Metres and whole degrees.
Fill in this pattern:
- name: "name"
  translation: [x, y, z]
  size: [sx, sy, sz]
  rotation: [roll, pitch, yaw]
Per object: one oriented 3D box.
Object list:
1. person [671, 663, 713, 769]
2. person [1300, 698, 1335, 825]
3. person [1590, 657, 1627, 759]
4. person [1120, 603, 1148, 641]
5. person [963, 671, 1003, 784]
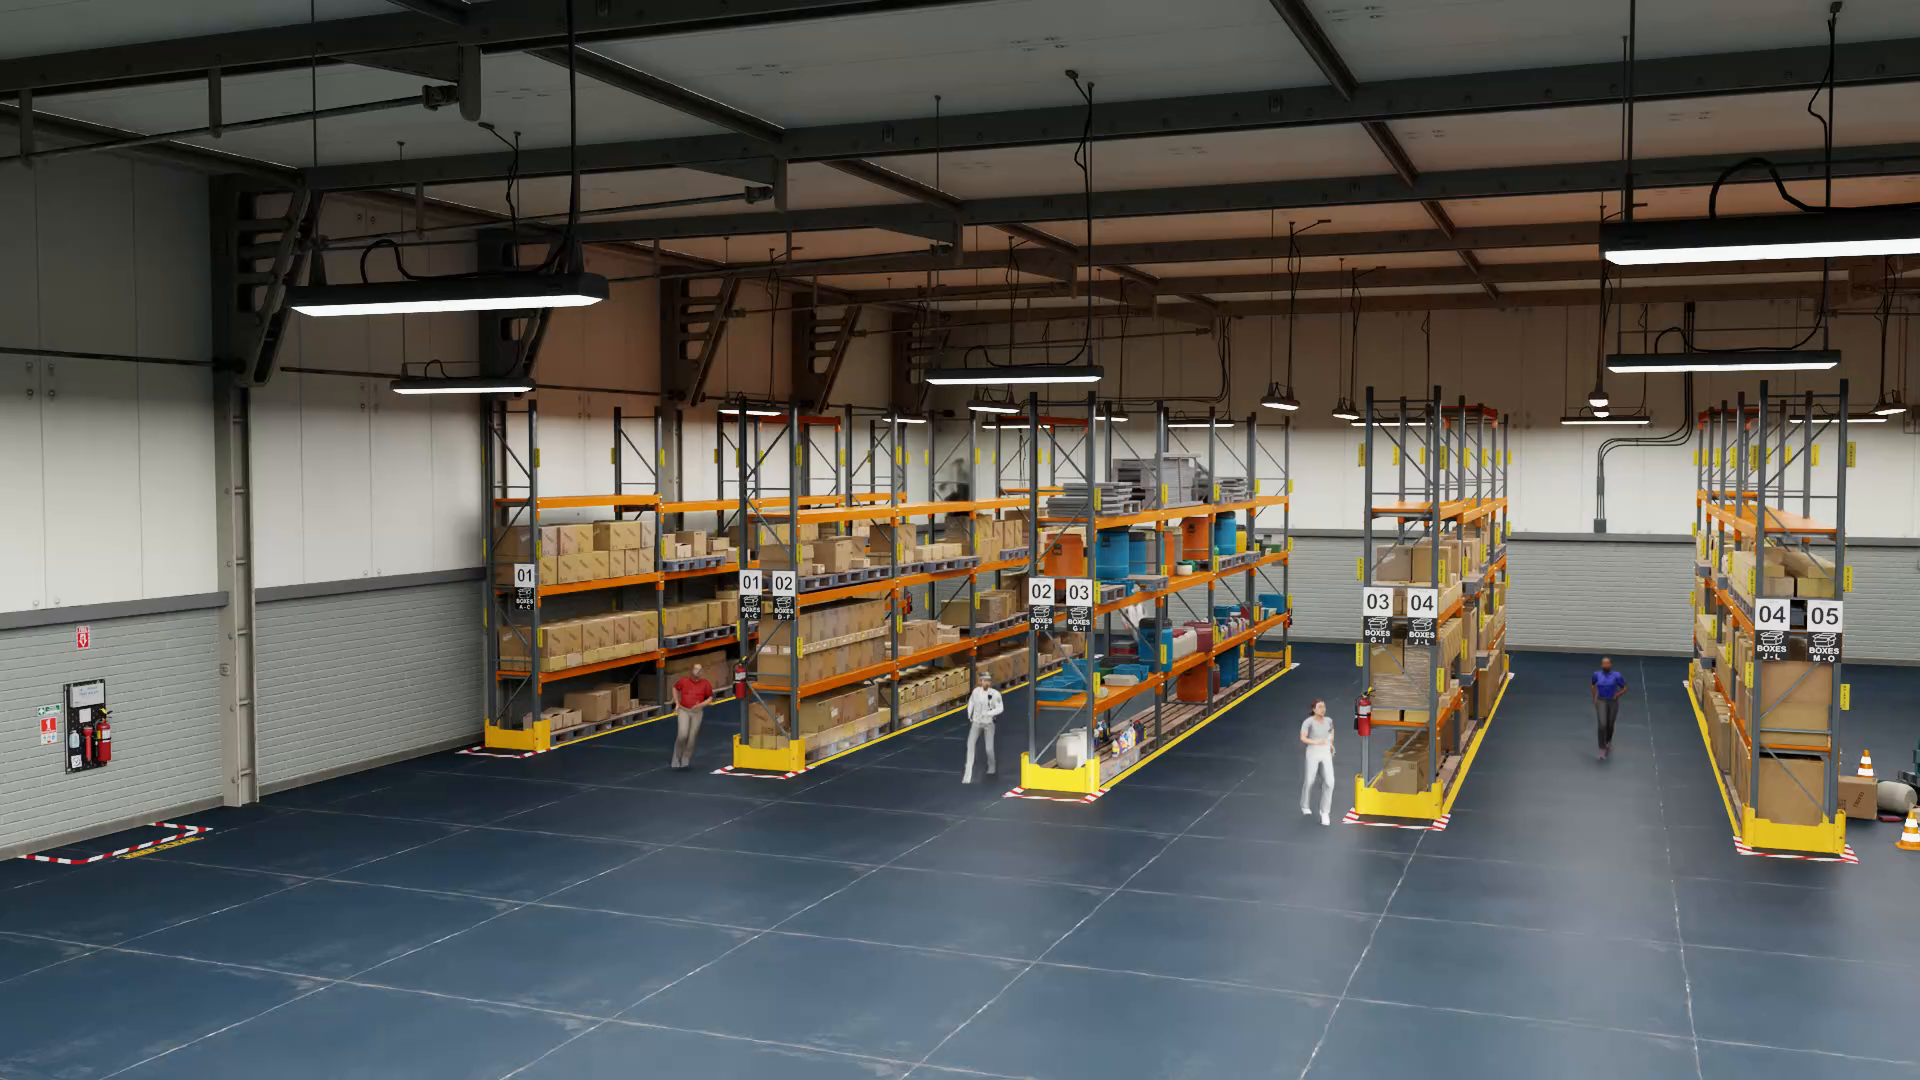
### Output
- name: "person"
  translation: [-4.330, 2.846, 26.853]
  size: [0.678, 1.716, 0.651]
  rotation: [-1, 3, -12]
- name: "person"
  translation: [4.942, 3.043, 22.931]
  size: [0.567, 1.696, 0.722]
  rotation: [0, 3, -8]
- name: "person"
  translation: [10.903, 2.797, 27.970]
  size: [0.575, 1.693, 0.812]
  rotation: [1, 3, 20]
- name: "person"
  translation: [4.340, 2.126, 41.031]
  size: [0.711, 1.713, 0.568]
  rotation: [-1, 3, -11]
- name: "person"
  translation: [0.381, 2.890, 25.877]
  size: [0.614, 1.718, 0.847]
  rotation: [1, 3, 15]
